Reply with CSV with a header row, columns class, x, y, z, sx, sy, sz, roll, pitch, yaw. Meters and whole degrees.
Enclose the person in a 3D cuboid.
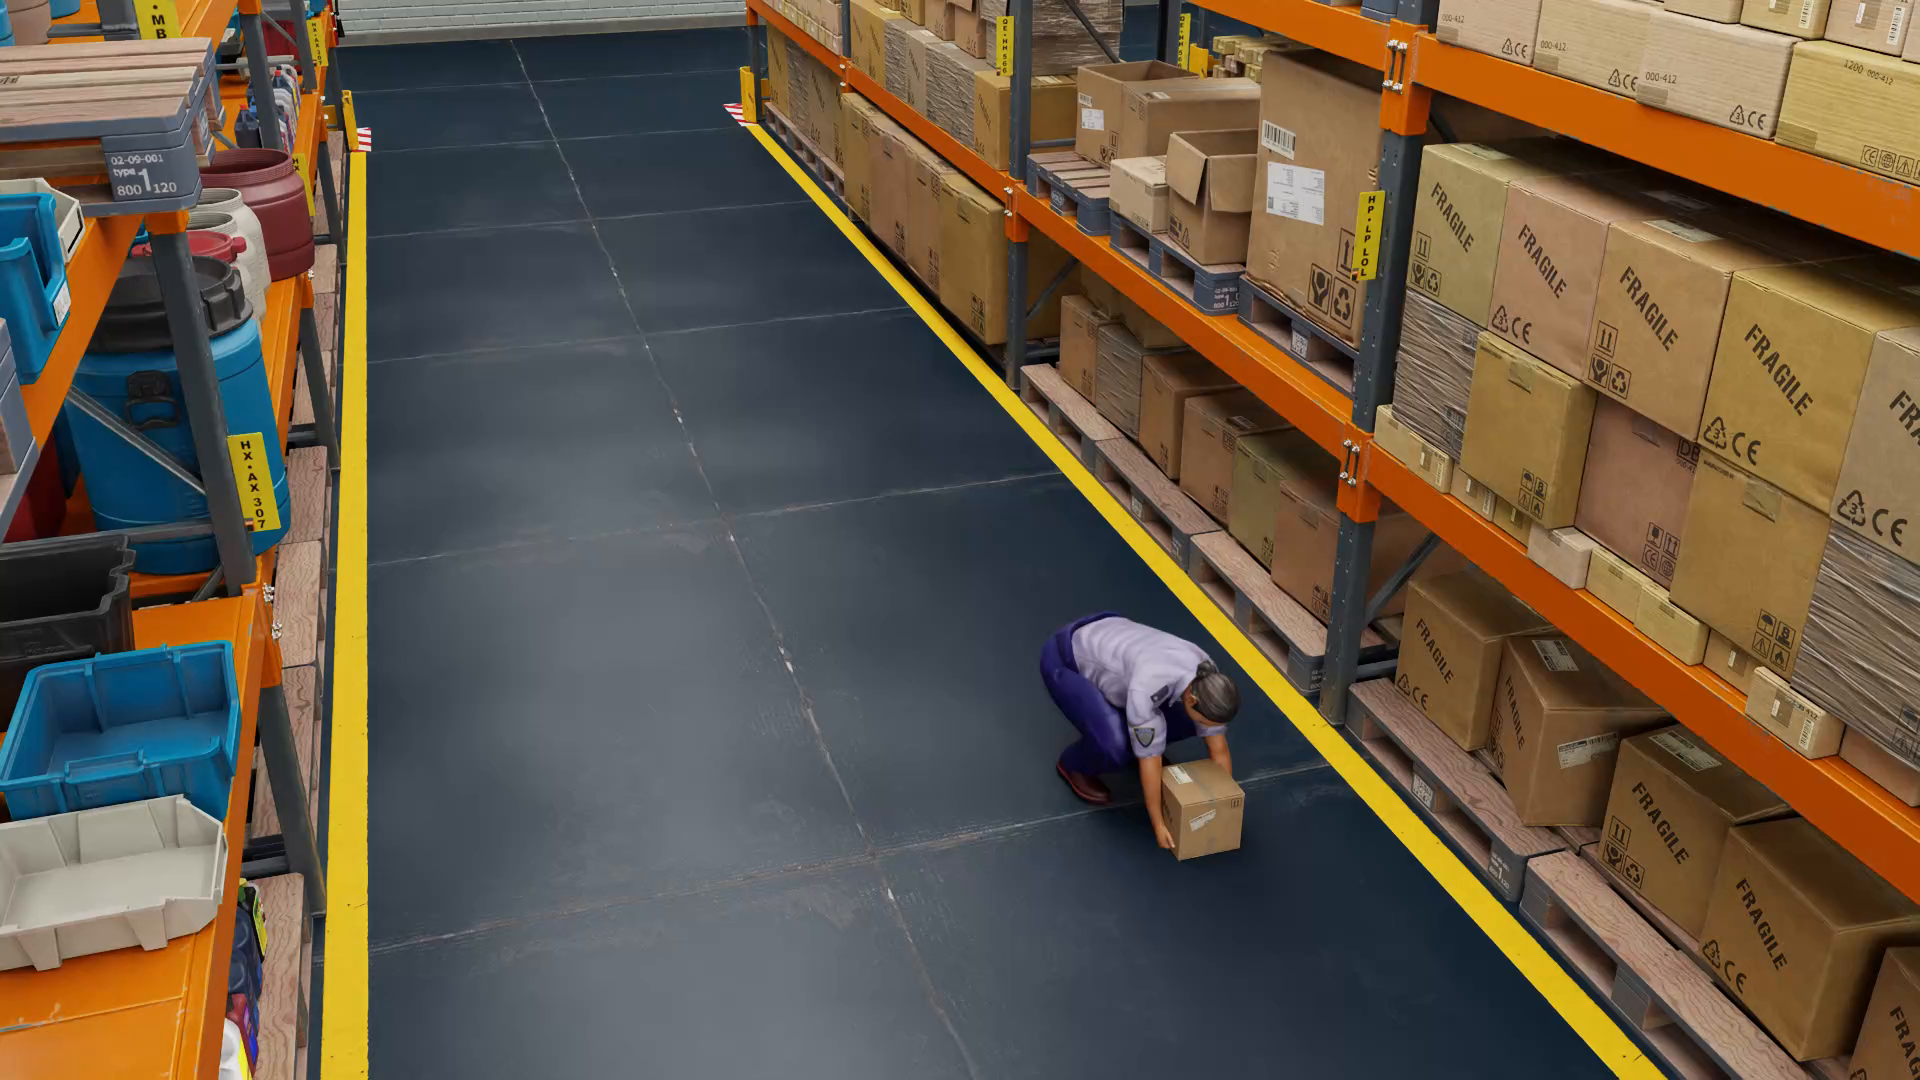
class,x,y,z,sx,sy,sz,roll,pitch,yaw
person,0.704,0.677,6.332,0.509,0.736,0.910,-18,31,-31
